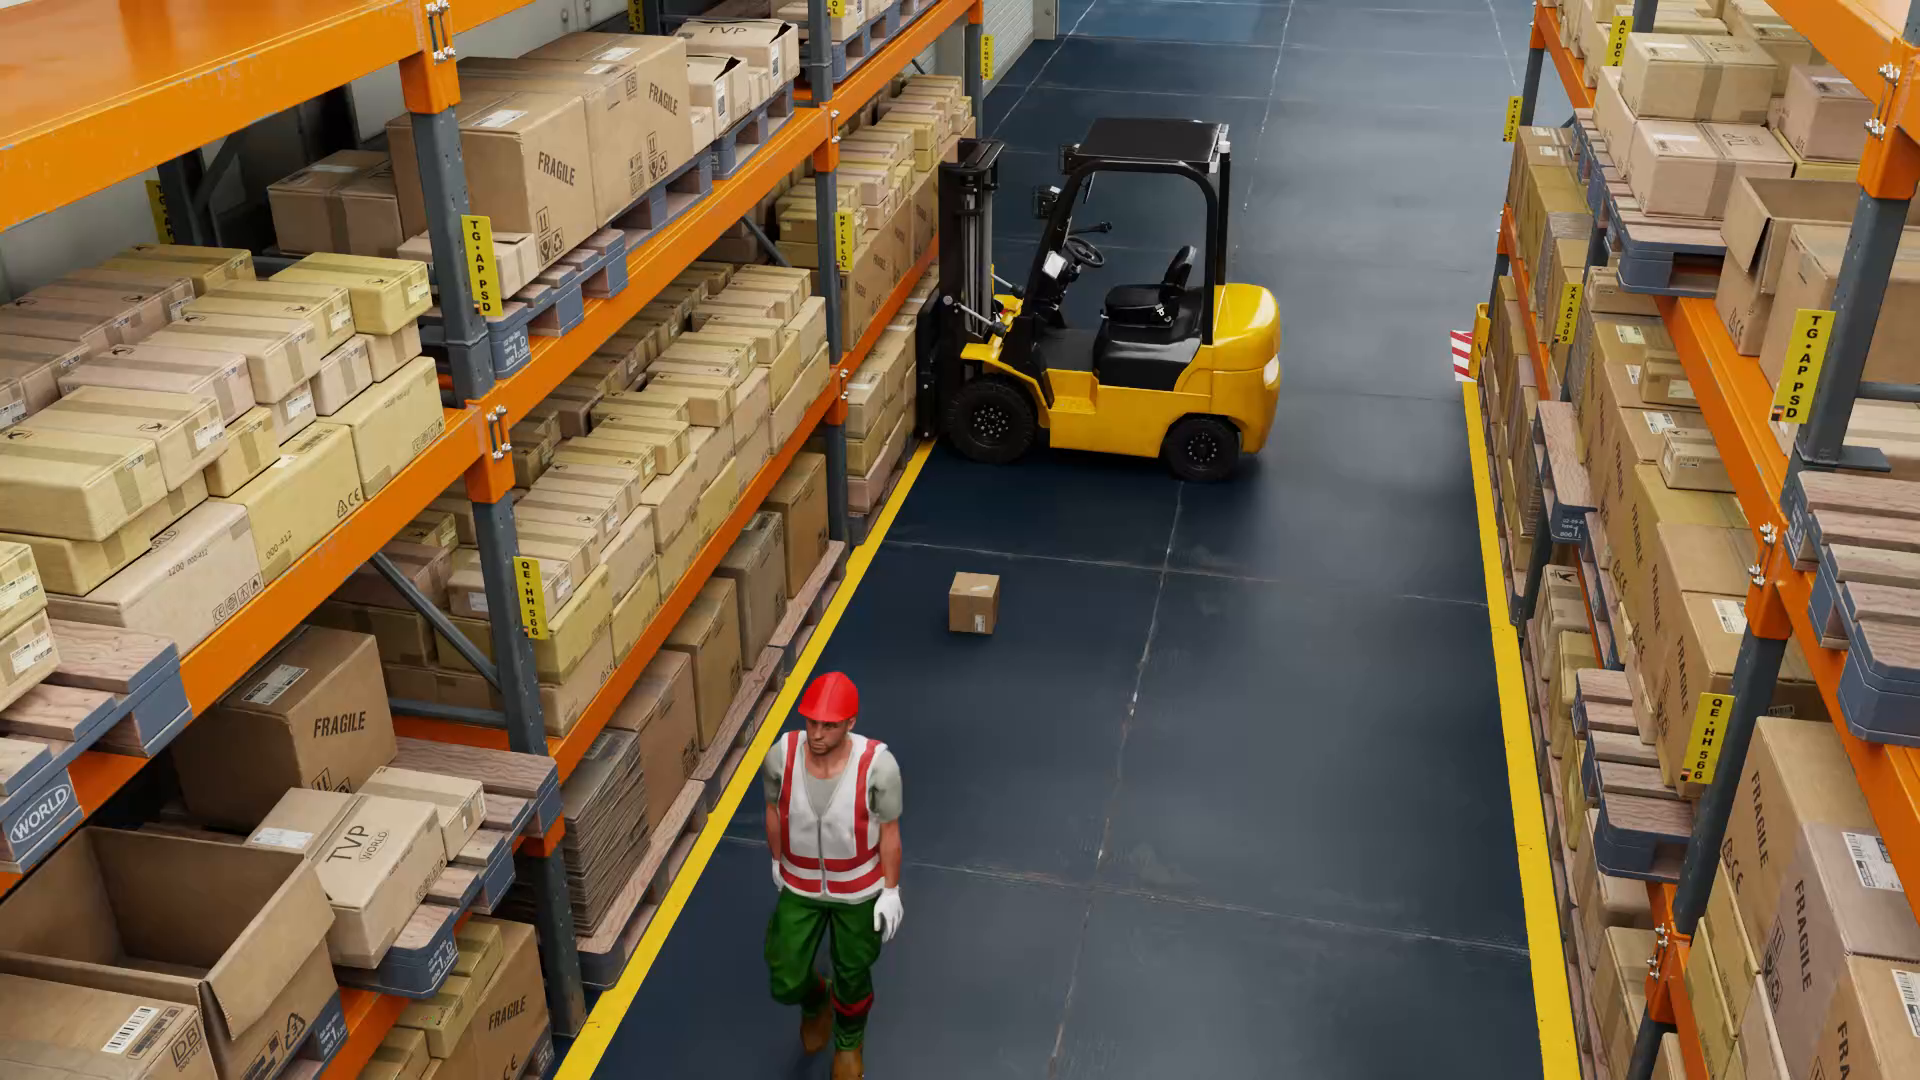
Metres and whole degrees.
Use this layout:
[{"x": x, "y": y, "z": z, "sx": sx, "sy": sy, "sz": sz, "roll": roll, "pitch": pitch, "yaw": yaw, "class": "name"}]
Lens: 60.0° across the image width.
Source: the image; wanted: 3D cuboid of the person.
[{"x": -0.473, "y": 1.289, "z": 6.170, "sx": 0.542, "sy": 1.784, "sz": 0.461, "roll": 3, "pitch": 29, "yaw": 6, "class": "person"}]
